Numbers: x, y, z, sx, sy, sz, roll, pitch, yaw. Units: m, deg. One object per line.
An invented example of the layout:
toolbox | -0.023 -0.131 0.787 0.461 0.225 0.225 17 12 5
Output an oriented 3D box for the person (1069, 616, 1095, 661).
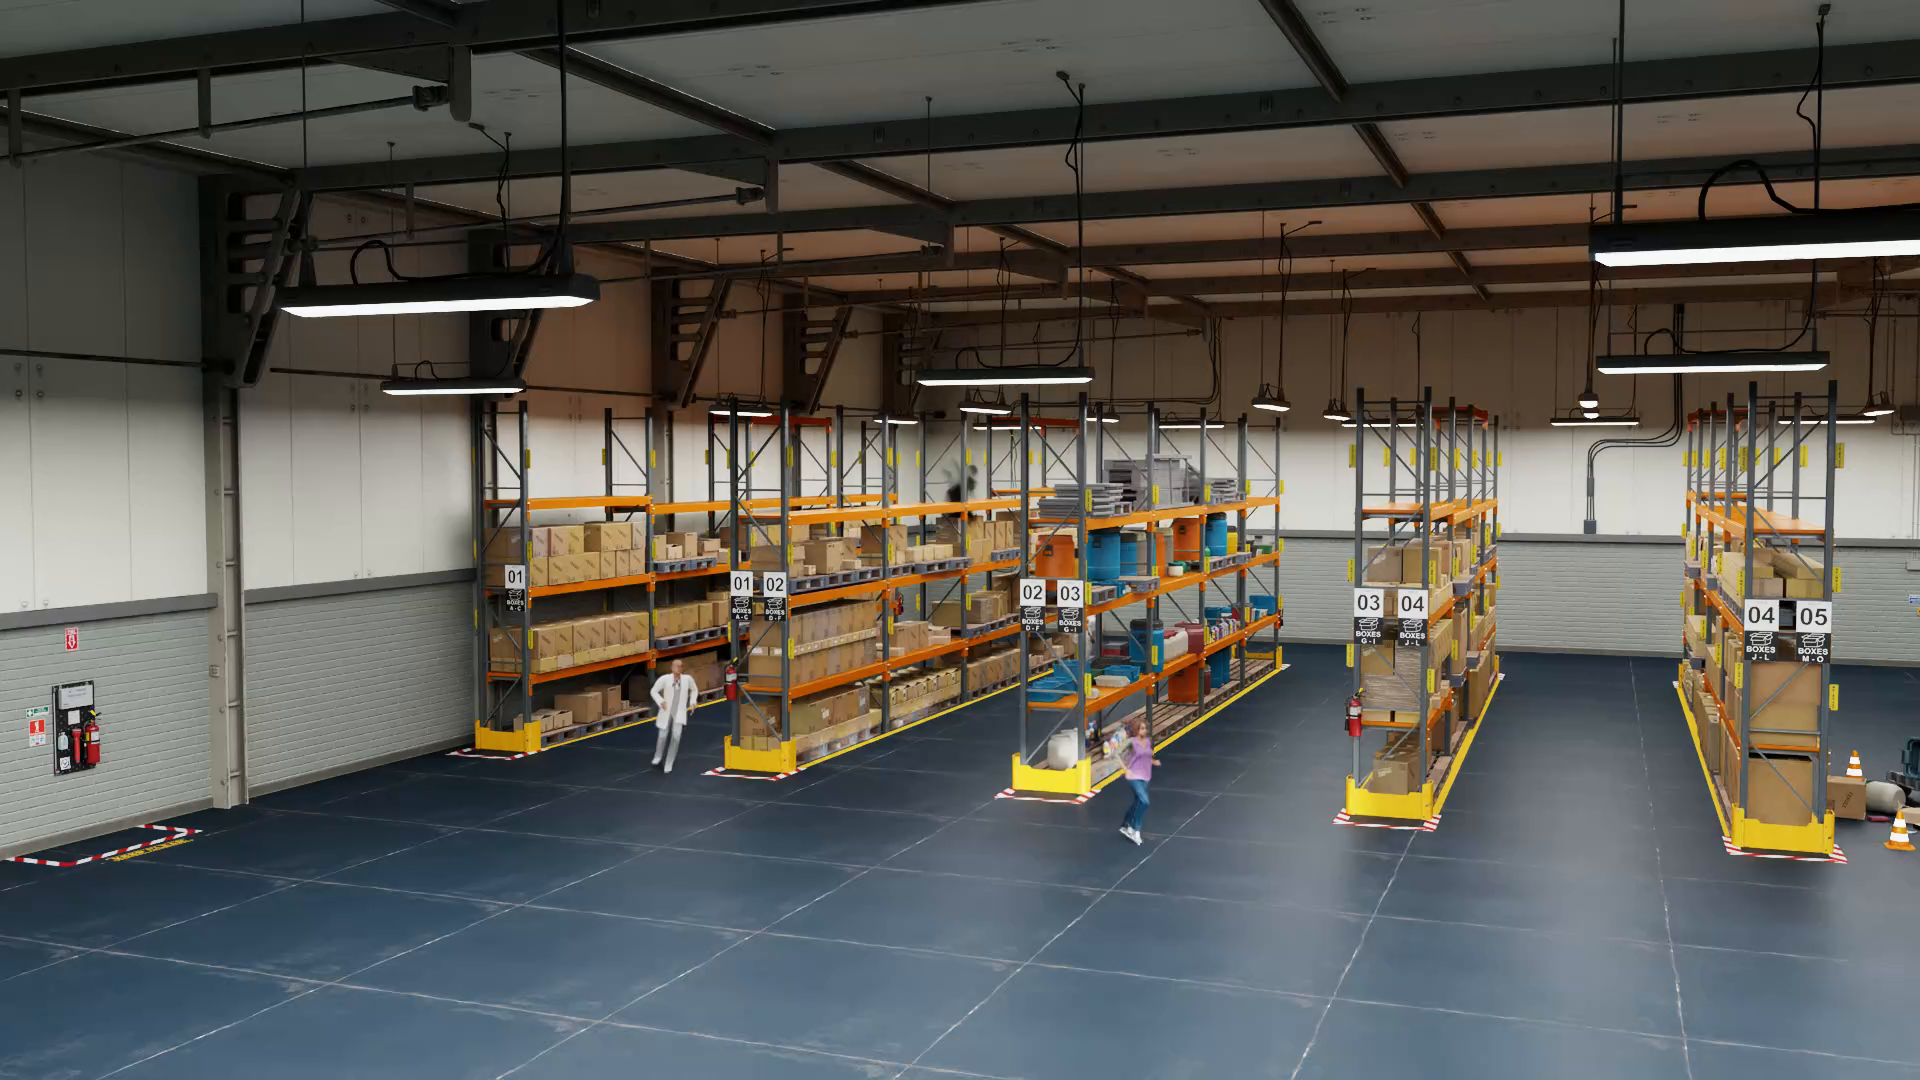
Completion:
person | 2.570 2.194 34.722 0.614 1.712 0.863 1 3 22

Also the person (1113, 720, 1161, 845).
person | 2.335 3.151 21.707 0.513 1.615 0.673 -2 4 -39

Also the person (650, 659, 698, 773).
person | -4.621 2.829 26.905 0.768 1.804 0.765 -1 3 -12
